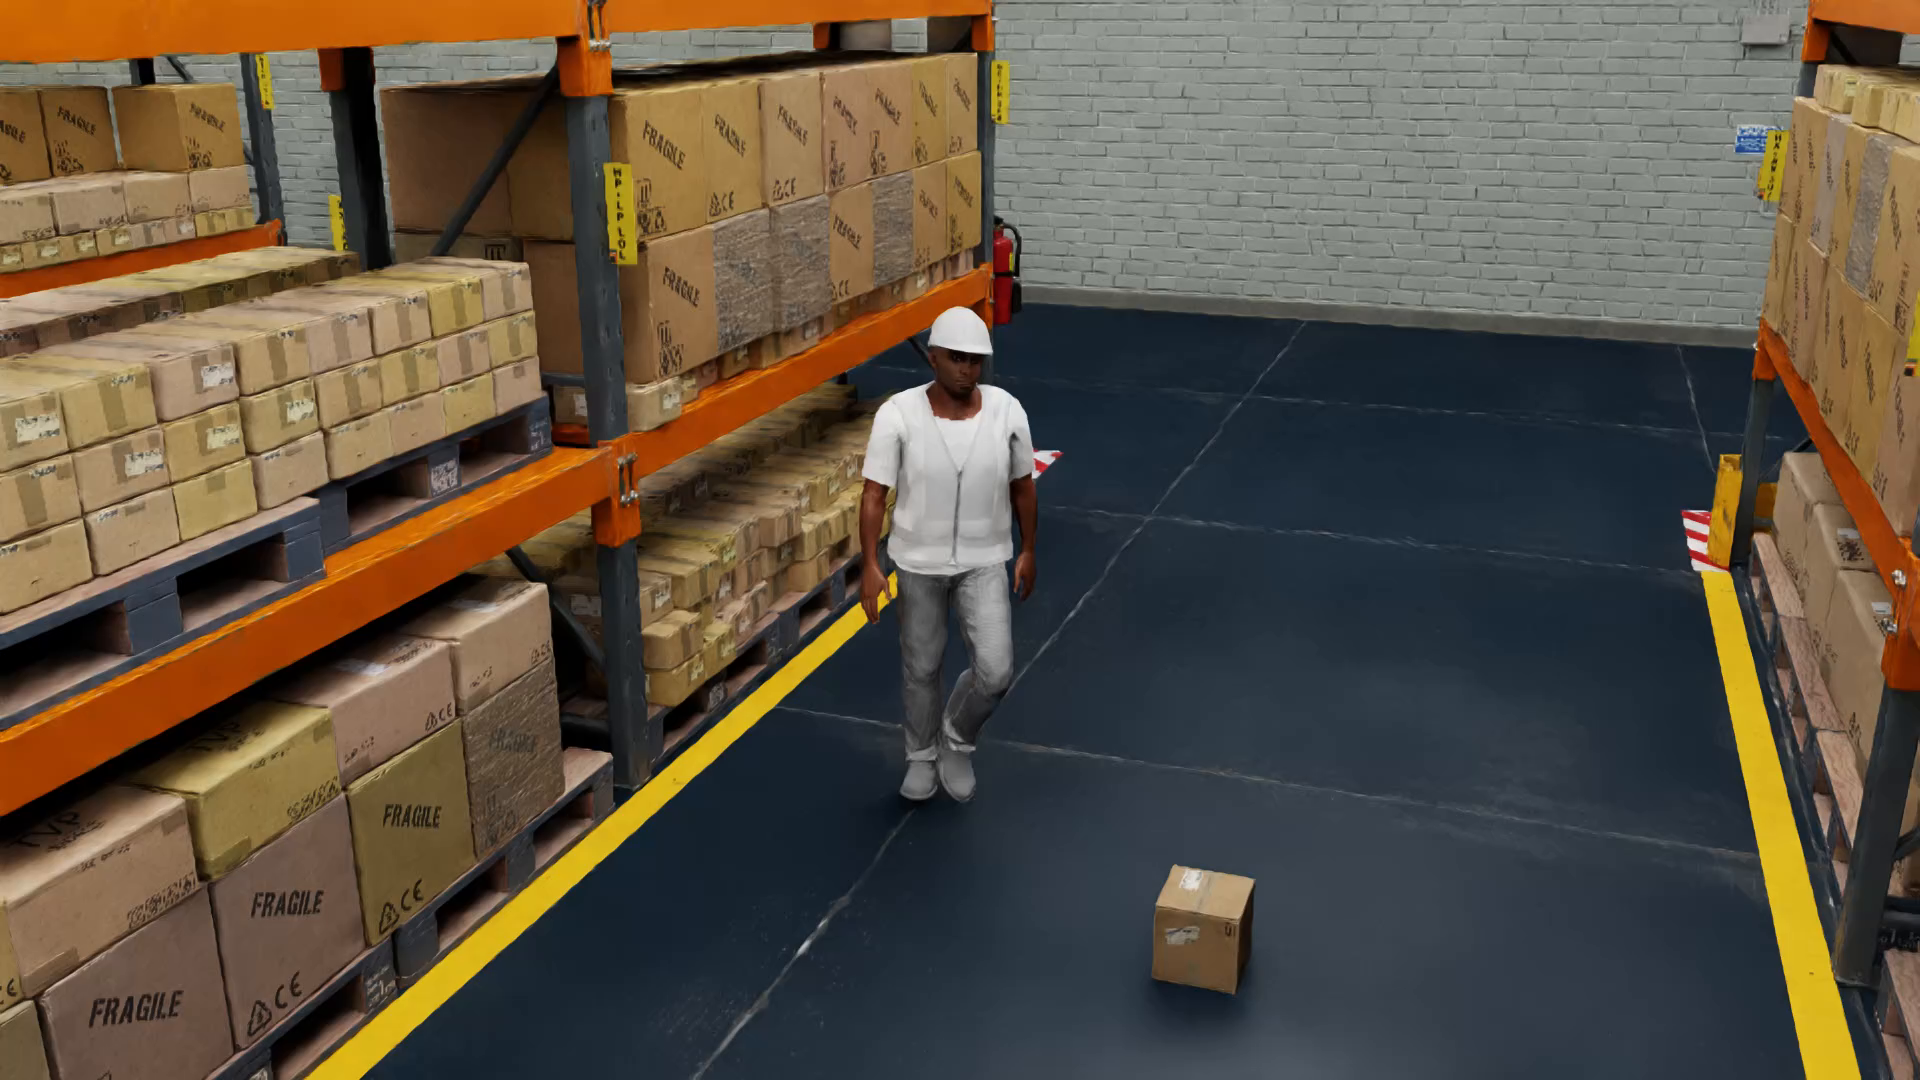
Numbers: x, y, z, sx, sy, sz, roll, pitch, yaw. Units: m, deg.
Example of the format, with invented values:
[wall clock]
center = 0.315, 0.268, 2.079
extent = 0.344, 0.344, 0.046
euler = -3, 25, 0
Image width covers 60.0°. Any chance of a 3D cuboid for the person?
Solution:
[person]
center = -0.031, 0.086, 5.679
extent = 0.633, 1.750, 0.514
euler = -2, 19, -5
